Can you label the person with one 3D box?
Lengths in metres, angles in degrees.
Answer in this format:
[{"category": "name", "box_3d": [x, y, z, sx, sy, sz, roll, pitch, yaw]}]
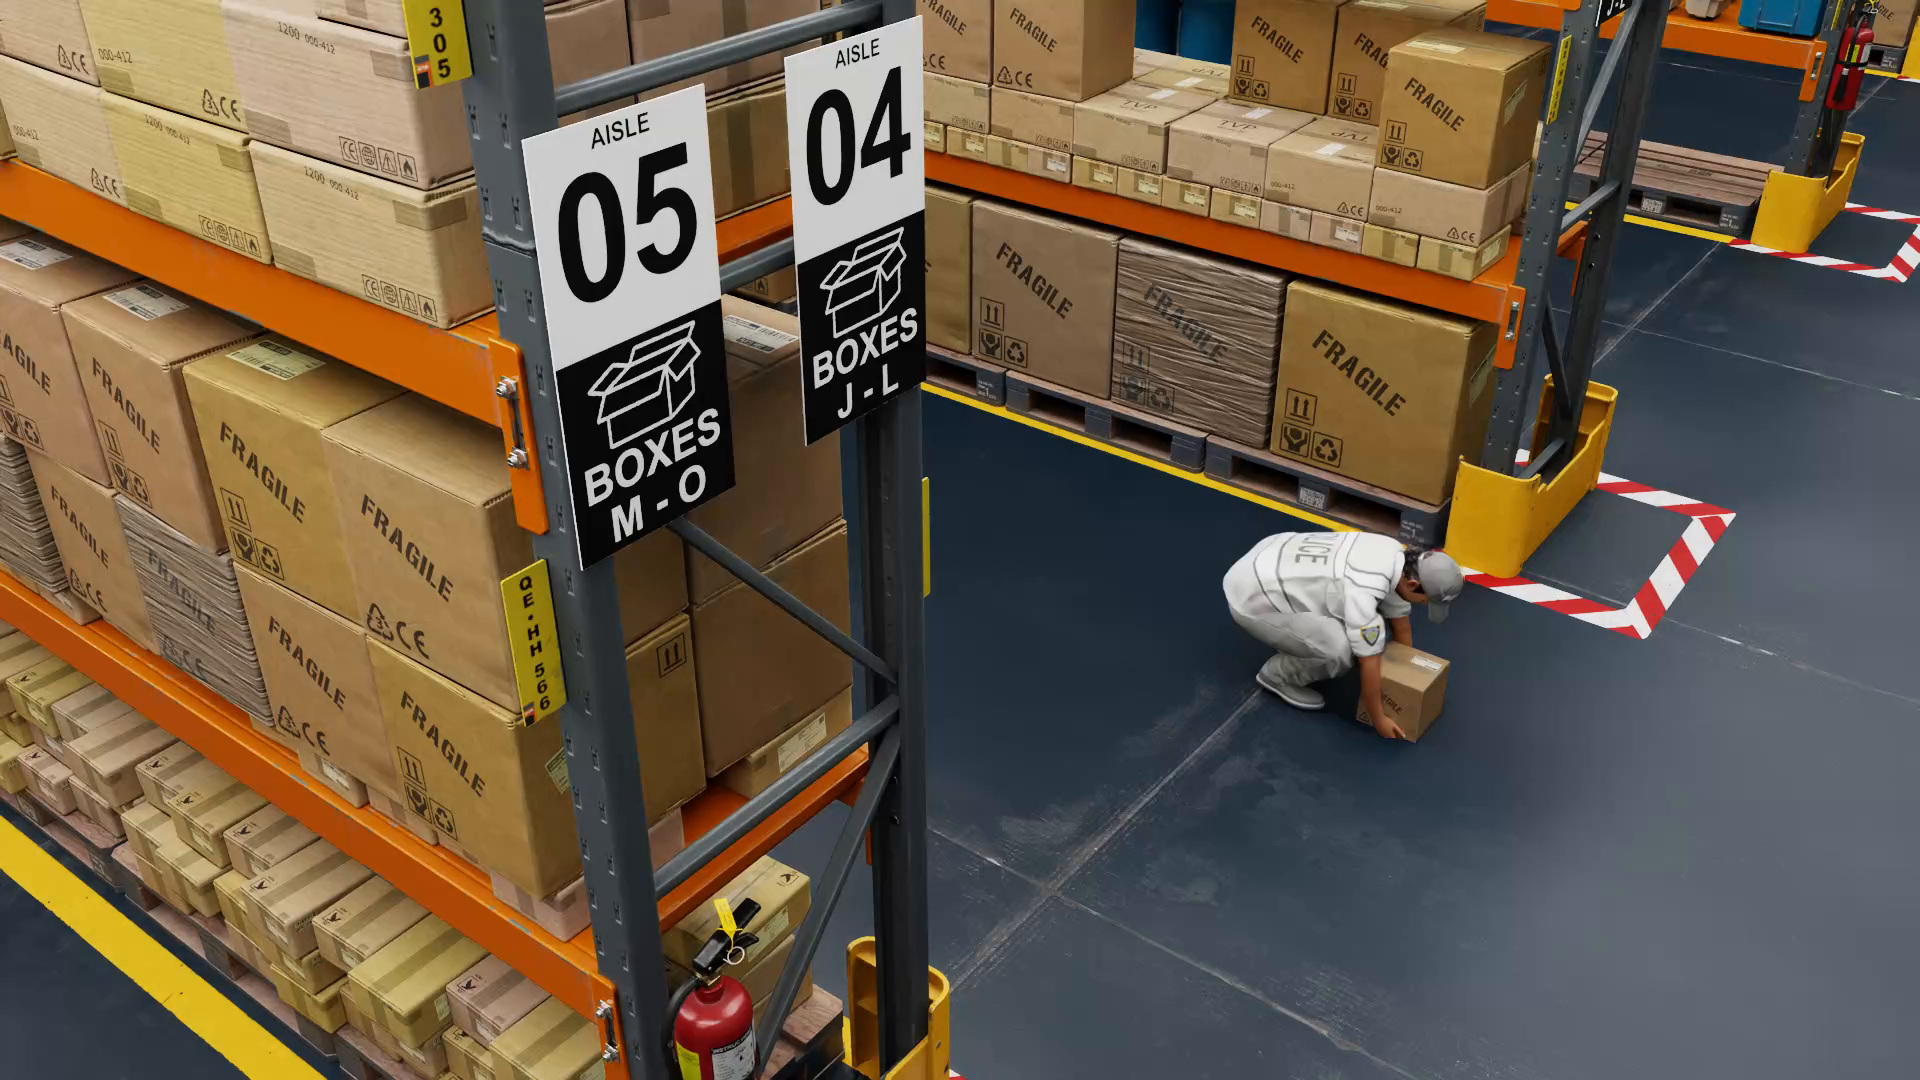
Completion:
[{"category": "person", "box_3d": [1.491, 0.309, 6.574, 0.897, 0.808, 0.519, 21, 37, 31]}]
